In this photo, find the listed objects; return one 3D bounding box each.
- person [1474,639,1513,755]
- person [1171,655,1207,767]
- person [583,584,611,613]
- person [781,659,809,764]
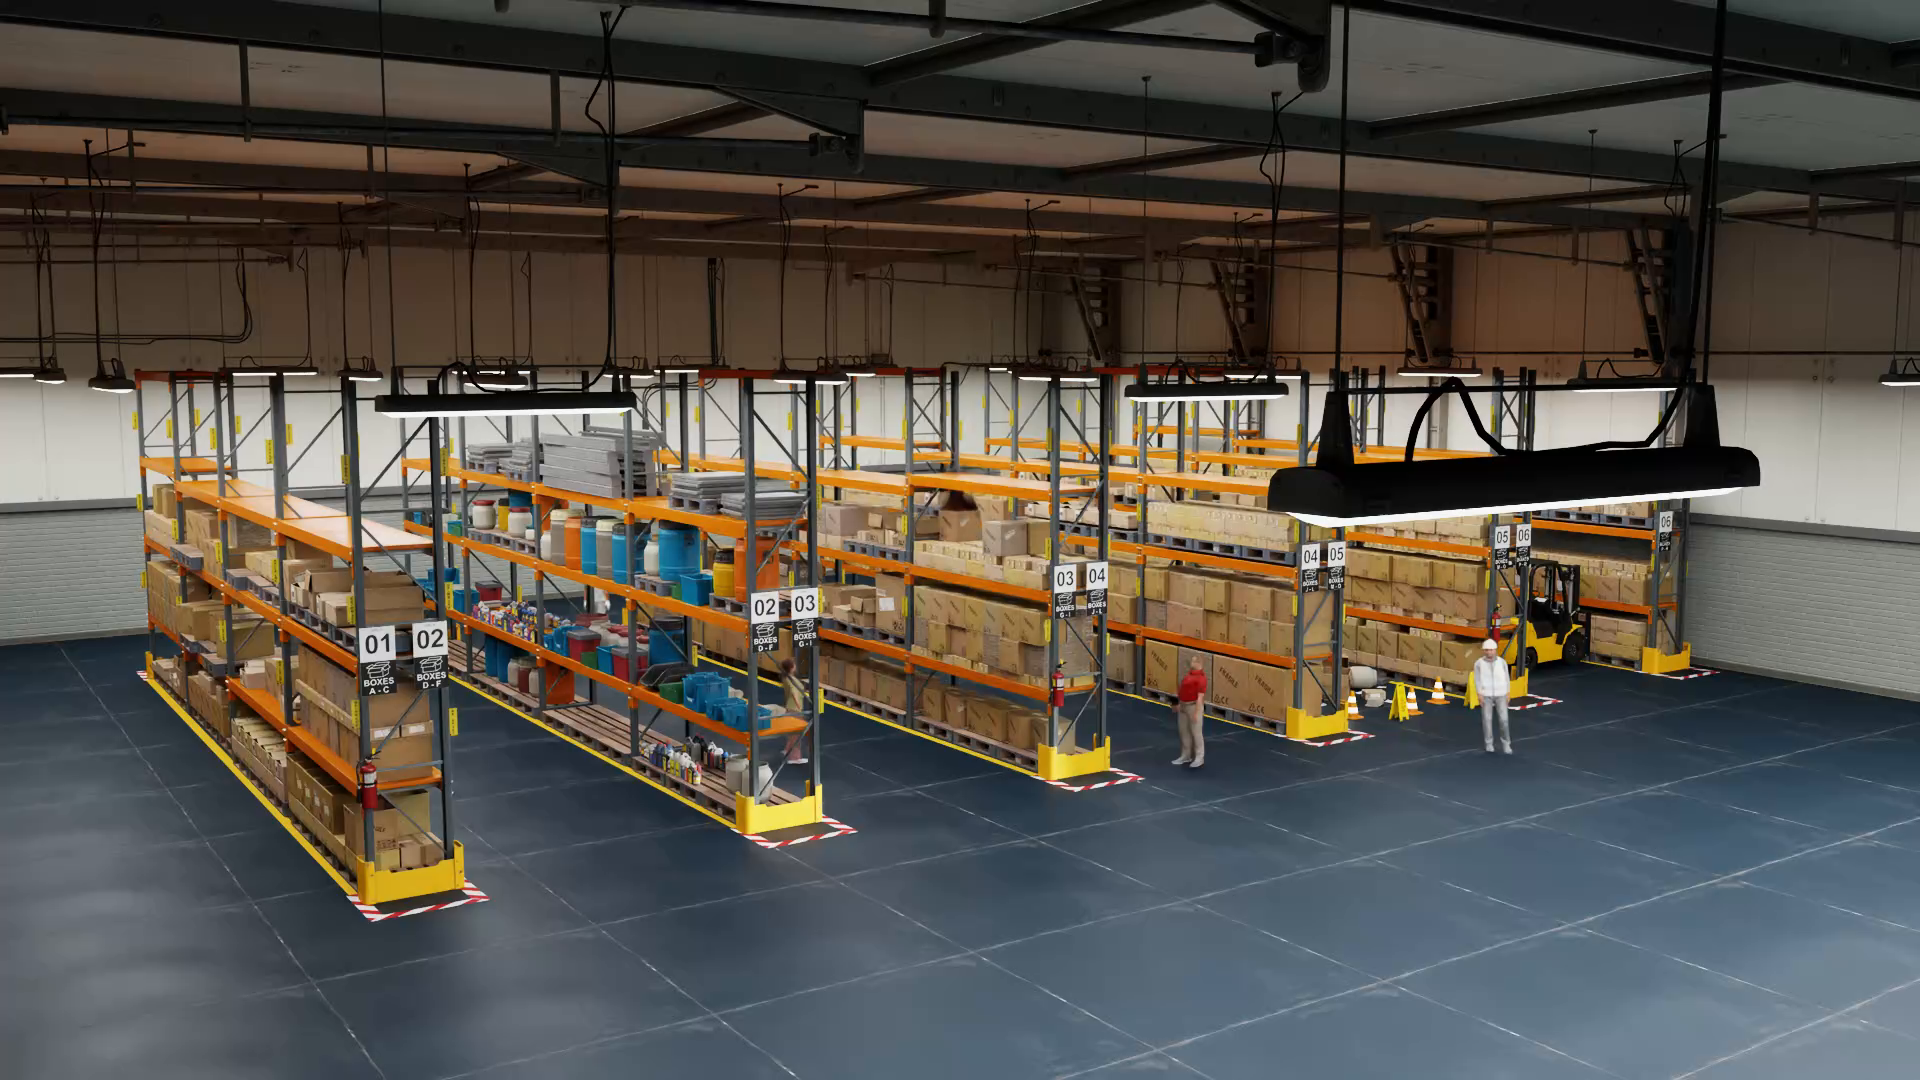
[{"bbox_3d":[8.479,2.477,26.424,0.624,1.800,0.413,1,7,12],"label":"person"},{"bbox_3d":[3.517,2.614,25.524,0.405,1.742,0.671,-5,8,-36],"label":"person"},{"bbox_3d":[-7.896,1.367,36.065,0.635,1.795,0.380,2,7,14],"label":"person"},{"bbox_3d":[-2.552,2.630,25.645,0.423,1.653,0.511,-1,6,-5],"label":"person"}]
